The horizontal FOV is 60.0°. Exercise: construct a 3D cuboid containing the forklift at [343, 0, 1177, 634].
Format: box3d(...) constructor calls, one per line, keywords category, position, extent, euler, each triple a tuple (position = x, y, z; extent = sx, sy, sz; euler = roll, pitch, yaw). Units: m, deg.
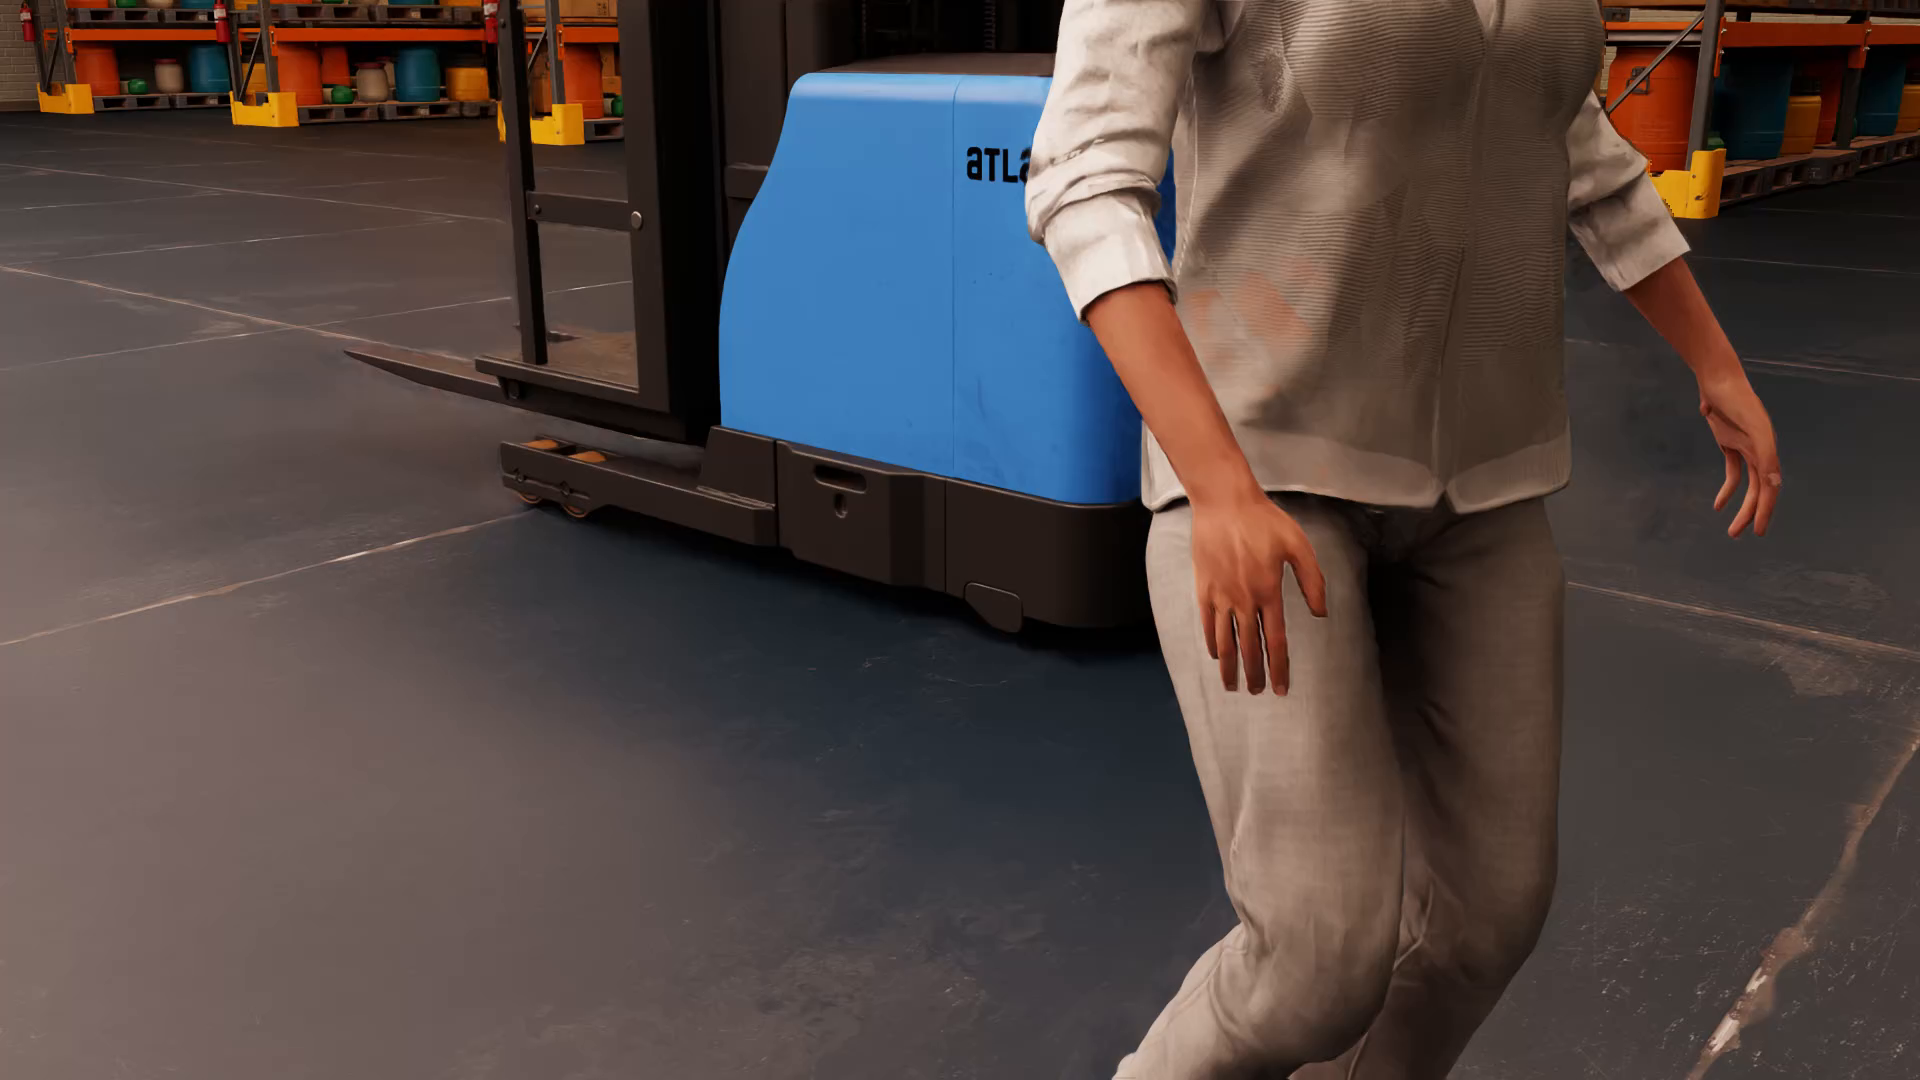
box3d(category="forklift", position=(-0.535, -1.557, 4.023), extent=(3.031, 2.935, 1.130), euler=(14, 22, 39))
